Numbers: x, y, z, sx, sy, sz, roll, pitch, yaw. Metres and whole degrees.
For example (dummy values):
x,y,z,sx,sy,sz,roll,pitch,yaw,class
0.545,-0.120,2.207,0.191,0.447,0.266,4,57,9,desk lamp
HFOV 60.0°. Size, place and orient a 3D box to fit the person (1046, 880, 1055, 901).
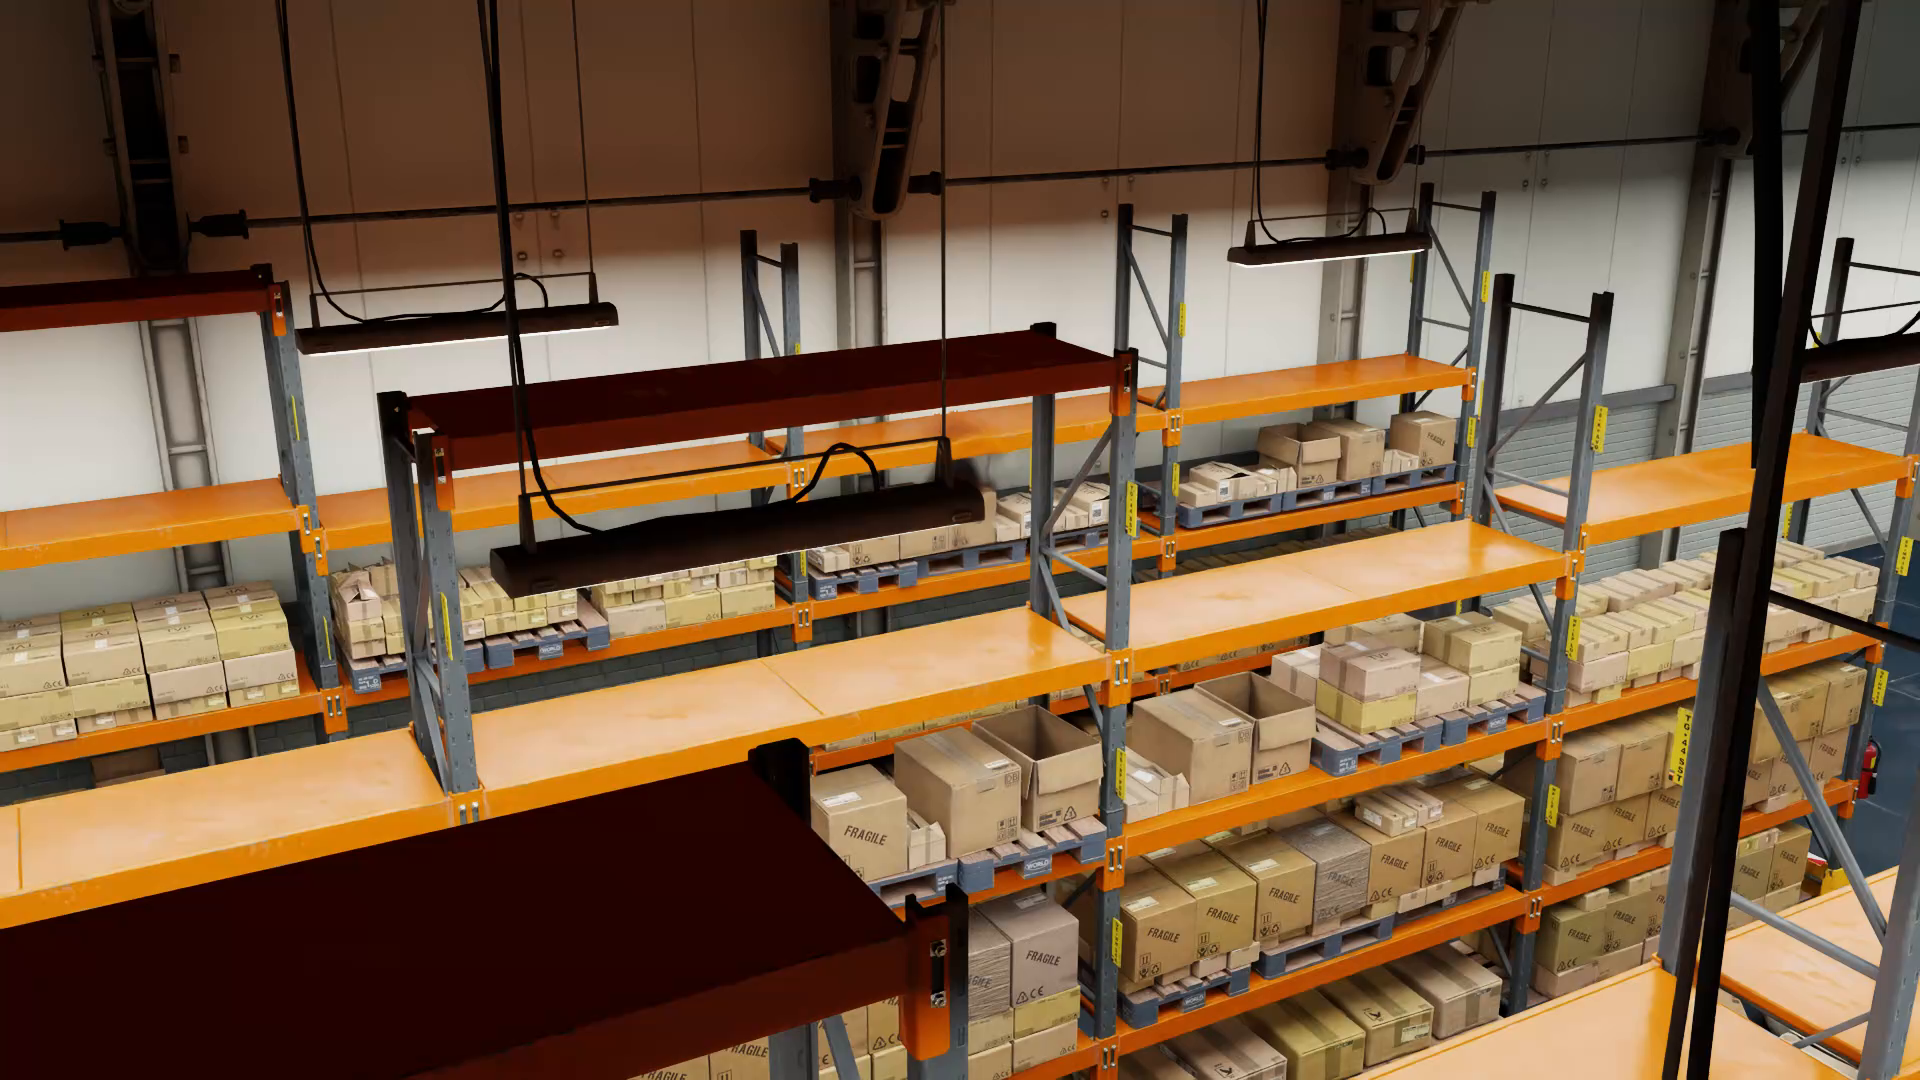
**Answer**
x,y,z,sx,sy,sz,roll,pitch,yaw,class
0.671,2.885,13.577,0.488,1.659,0.518,11,21,30,person
